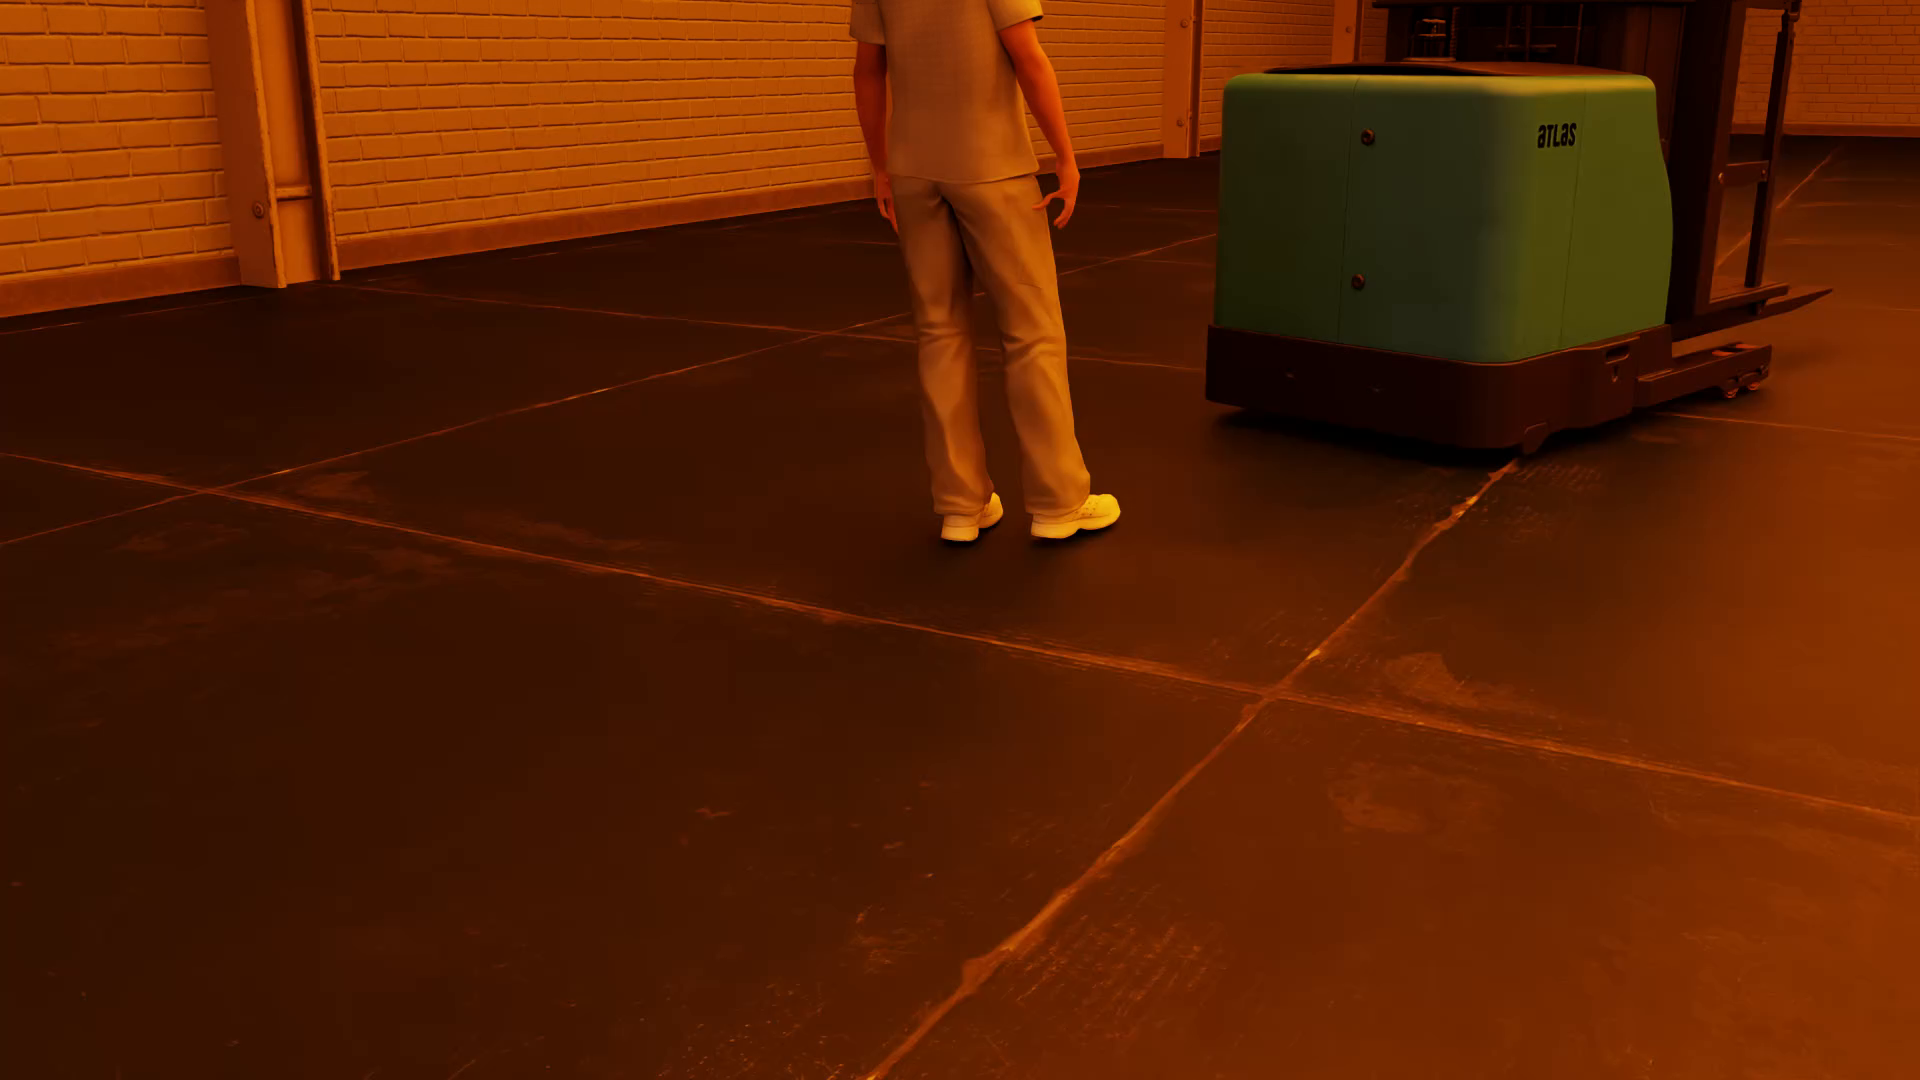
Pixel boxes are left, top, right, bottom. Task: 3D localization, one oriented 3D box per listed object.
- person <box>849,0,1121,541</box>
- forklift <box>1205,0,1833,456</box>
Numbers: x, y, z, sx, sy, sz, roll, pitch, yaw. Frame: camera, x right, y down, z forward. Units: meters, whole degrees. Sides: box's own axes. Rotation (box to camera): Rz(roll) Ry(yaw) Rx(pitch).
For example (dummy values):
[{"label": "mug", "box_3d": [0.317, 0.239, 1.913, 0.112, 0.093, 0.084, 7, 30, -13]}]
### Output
[{"label": "person", "box_3d": [0.048, -0.827, 3.857, 0.550, 1.675, 0.549, 9, 19, 28]}, {"label": "forklift", "box_3d": [2.197, -1.981, 5.579, 3.031, 2.935, 1.130, -15, 22, -42]}]
